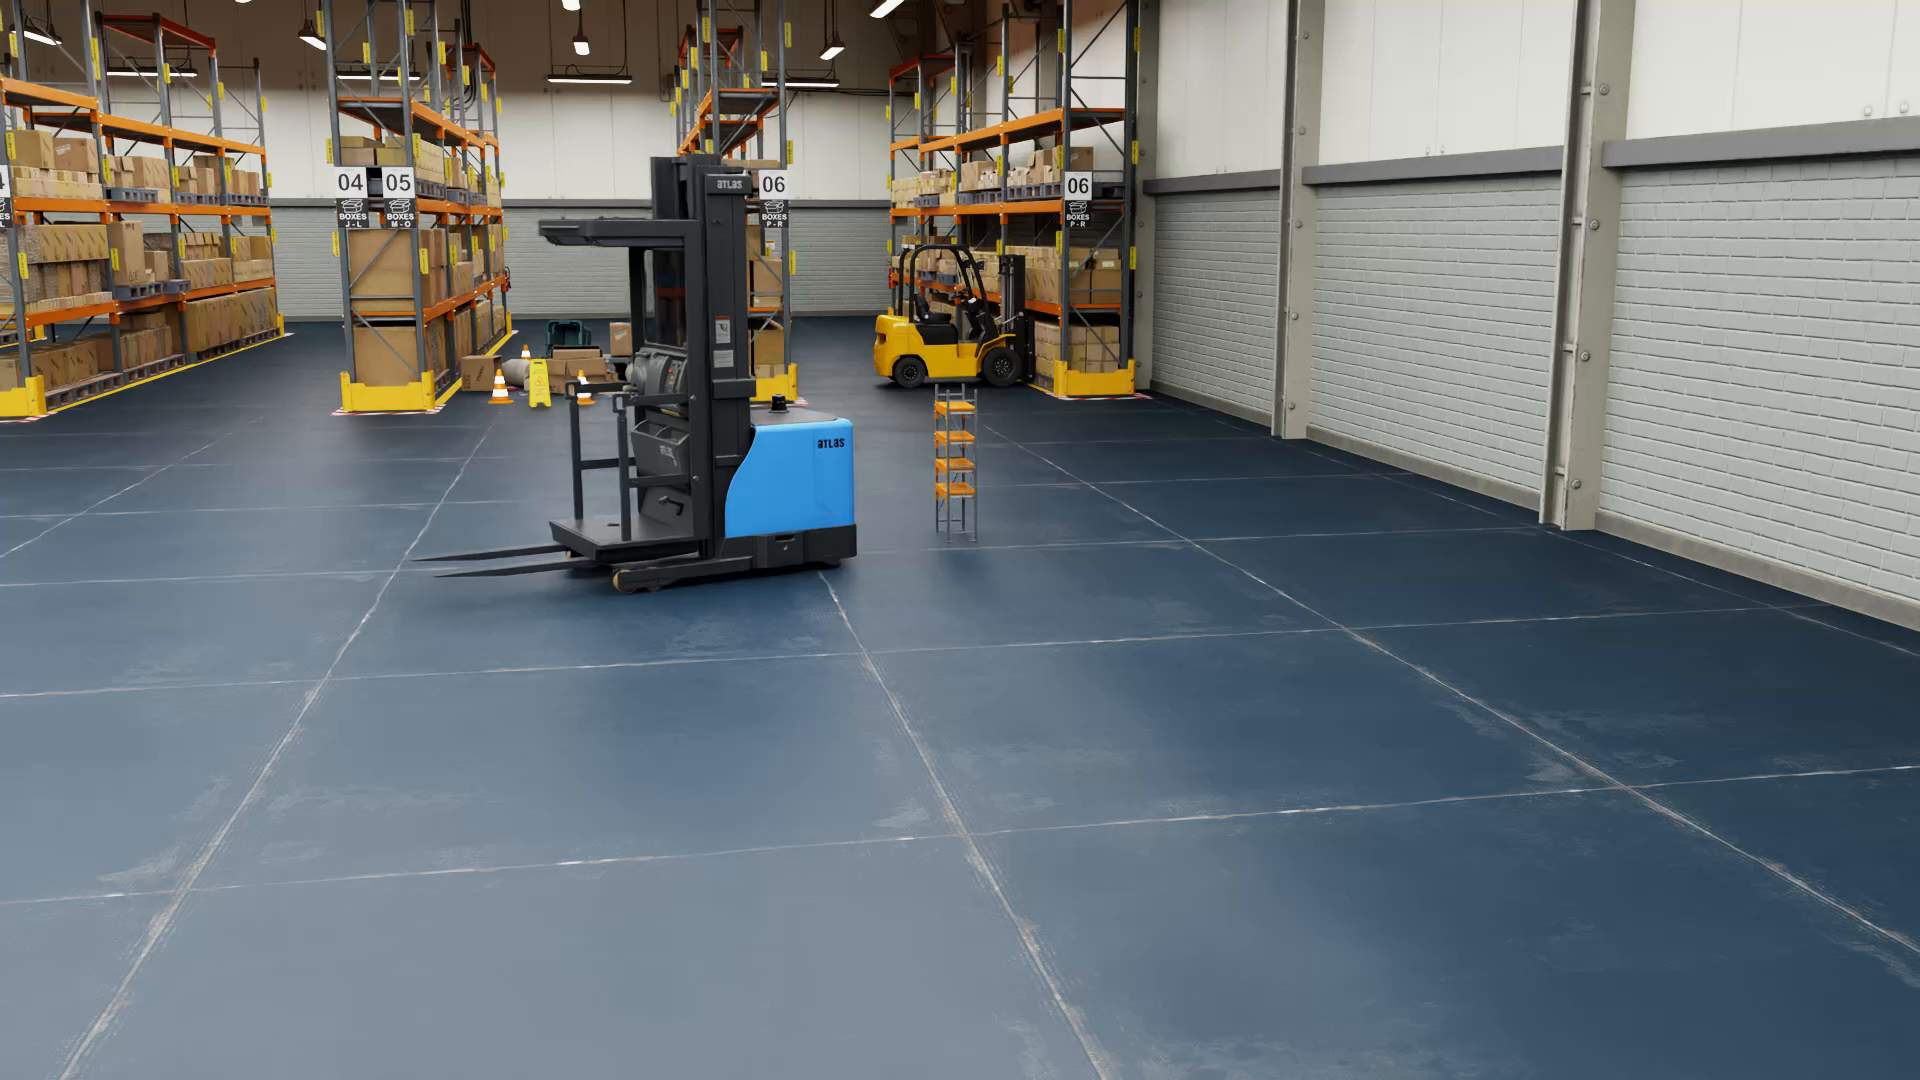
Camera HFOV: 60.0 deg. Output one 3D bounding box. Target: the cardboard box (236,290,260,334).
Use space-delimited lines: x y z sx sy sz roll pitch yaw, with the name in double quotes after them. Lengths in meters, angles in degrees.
-15.175 -4.744 34.660 0.875 0.875 0.875 -2 11 -11 "cardboard box"

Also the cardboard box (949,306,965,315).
-0.011 -4.528 32.792 0.380 0.149 0.250 -3 11 -14 "cardboard box"

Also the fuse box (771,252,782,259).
-5.038 -6.837 44.541 0.539 1.711 0.414 -2 11 -11 "fuse box"

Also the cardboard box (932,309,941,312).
-0.282 -4.527 34.520 0.500 0.500 0.500 -2 11 -13 "cardboard box"

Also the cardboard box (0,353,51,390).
-12.871 -2.294 22.788 0.500 0.500 0.500 1 11 4 "cardboard box"

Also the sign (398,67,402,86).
-9.818 -8.144 29.210 0.100 0.325 0.005 -2 11 -11 "sign"

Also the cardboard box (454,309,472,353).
-9.257 -3.707 29.546 1.050 0.750 0.750 -2 11 -12 "cardboard box"

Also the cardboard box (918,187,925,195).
-0.677 -7.322 34.903 0.380 0.149 0.250 -2 11 -10 "cardboard box"

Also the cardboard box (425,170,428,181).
-7.680 -5.119 23.329 0.380 0.149 0.250 -2 11 -11 "cardboard box"

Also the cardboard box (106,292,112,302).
-13.064 -3.673 25.146 0.380 0.149 0.250 -2 11 -11 "cardboard box"

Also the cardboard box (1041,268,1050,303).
1.528 -3.859 25.181 0.500 0.500 0.500 -2 11 -9 "cardboard box"

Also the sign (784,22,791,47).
-2.363 -6.917 22.761 0.100 0.325 0.005 -2 11 -11 "sign"

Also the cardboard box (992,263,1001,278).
0.848 -4.620 28.511 0.500 0.250 0.500 -2 11 -12 "cardboard box"

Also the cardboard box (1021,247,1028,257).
1.190 -4.623 26.666 0.380 0.149 0.250 -2 11 -12 "cardboard box"

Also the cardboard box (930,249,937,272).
-0.233 -5.754 34.015 0.700 0.500 0.500 -2 11 -11 "cardboard box"

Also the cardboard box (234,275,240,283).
-14.682 -5.236 33.355 0.380 0.149 0.250 -2 11 -11 "cardboard box"

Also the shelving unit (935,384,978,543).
-0.032 -0.620 13.244 0.258 1.200 0.503 -2 11 -11 "shelving unit"

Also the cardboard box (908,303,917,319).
-0.783 -5.082 37.438 0.700 0.500 0.500 -3 11 -13 "cardboard box"

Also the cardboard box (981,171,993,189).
0.666 -6.317 29.189 0.500 0.311 0.500 -3 11 -13 "cardboard box"

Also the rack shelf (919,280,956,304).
0.028 -5.114 33.968 1.077 0.370 4.000 -2 11 -11 "rack shelf"

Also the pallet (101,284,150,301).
-13.400 -3.877 26.056 1.003 0.211 1.213 -2 11 -11 "pallet"

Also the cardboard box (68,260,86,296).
-13.109 -3.755 23.840 0.875 0.500 0.500 -2 11 -11 "cardboard box"

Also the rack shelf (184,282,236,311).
-14.561 -4.573 31.123 1.077 0.370 4.000 -2 11 -11 "rack shelf"

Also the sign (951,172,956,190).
-0.116 -6.809 31.543 0.100 0.325 0.005 -2 11 -11 "sign"

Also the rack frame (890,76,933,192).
-1.139 -9.515 39.121 1.000 3.000 0.127 -2 11 -11 "rack frame"

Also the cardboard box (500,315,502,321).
-10.245 -4.864 36.436 0.380 0.149 0.250 -2 11 -10 "cardboard box"

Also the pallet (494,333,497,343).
-10.231 -4.207 34.734 1.003 0.211 1.213 -2 11 -11 "pallet"

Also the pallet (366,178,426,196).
-7.886 -4.820 22.710 1.003 0.211 1.213 -2 11 -11 "pallet"

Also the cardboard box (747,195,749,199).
-2.926 -5.063 24.424 0.380 0.149 0.250 -2 11 -13 "cardboard box"

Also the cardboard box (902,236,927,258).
-1.023 -6.641 37.664 0.500 0.500 0.500 -2 11 -10 "cardboard box"

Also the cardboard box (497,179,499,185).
-10.490 -7.979 37.073 0.380 0.149 0.250 -2 11 -12 "cardboard box"

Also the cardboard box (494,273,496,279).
-10.103 -5.635 35.452 0.380 0.149 0.250 -2 11 -8 "cardboard box"

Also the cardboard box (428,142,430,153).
-7.780 -5.604 23.744 0.380 0.149 0.250 -2 11 -10 "cardboard box"

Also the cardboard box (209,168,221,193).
-15.161 -7.212 33.387 0.700 0.500 0.500 -3 11 -14 "cardboard box"

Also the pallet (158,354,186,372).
-14.022 -3.046 28.636 1.003 0.211 1.213 -2 11 -11 "pallet"

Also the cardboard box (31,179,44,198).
-12.563 -4.684 22.162 0.500 0.250 0.500 -2 11 -12 "cardboard box"

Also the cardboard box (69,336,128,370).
-13.493 -2.927 26.062 0.700 0.500 0.500 -3 11 -15 "cardboard box"

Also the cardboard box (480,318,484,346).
-9.276 -3.931 31.387 0.500 0.500 0.500 -2 11 -10 "cardboard box"

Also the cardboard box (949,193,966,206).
0.079 -6.586 32.155 0.500 0.250 0.500 -2 11 -13 "cardboard box"

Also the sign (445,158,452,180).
-7.965 -5.774 25.895 0.100 0.325 0.005 -2 11 -11 "sign"

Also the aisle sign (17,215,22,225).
-20.313 -7.147 35.773 0.394 0.787 0.004 -2 11 -11 "aisle sign"

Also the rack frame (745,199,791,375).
-2.896 -3.452 23.313 1.000 3.000 0.127 -2 11 -11 "rack frame"

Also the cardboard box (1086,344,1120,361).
2.085 -2.829 24.929 0.500 0.250 0.500 -2 11 -10 "cardboard box"

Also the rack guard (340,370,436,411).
-7.727 -2.021 22.480 1.175 0.500 0.348 -2 11 -11 "rack guard"

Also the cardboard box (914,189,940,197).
-0.701 -7.460 35.951 0.500 0.250 0.500 -2 11 -11 "cardboard box"

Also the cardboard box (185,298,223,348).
-14.452 -4.013 30.817 1.225 0.875 0.875 -2 11 -11 "cardboard box"

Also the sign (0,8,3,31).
-12.084 -6.557 20.867 0.100 0.325 0.005 -2 11 -11 "sign"

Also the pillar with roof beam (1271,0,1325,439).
-0.335 -5.484 17.943 9.100 9.000 0.400 -2 11 -11 "pillar with roof beam"

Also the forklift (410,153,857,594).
-2.286 -1.187 11.595 3.031 2.935 1.130 -6 13 -31 "forklift"

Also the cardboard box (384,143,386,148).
-8.523 -5.672 24.102 0.380 0.149 0.250 -2 11 -11 "cardboard box"

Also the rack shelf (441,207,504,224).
-10.454 -6.942 35.547 1.077 0.370 4.000 -2 11 -11 "rack shelf"

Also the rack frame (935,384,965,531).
-0.080 -0.665 13.479 0.240 1.200 0.015 -2 11 -11 "rack frame"
